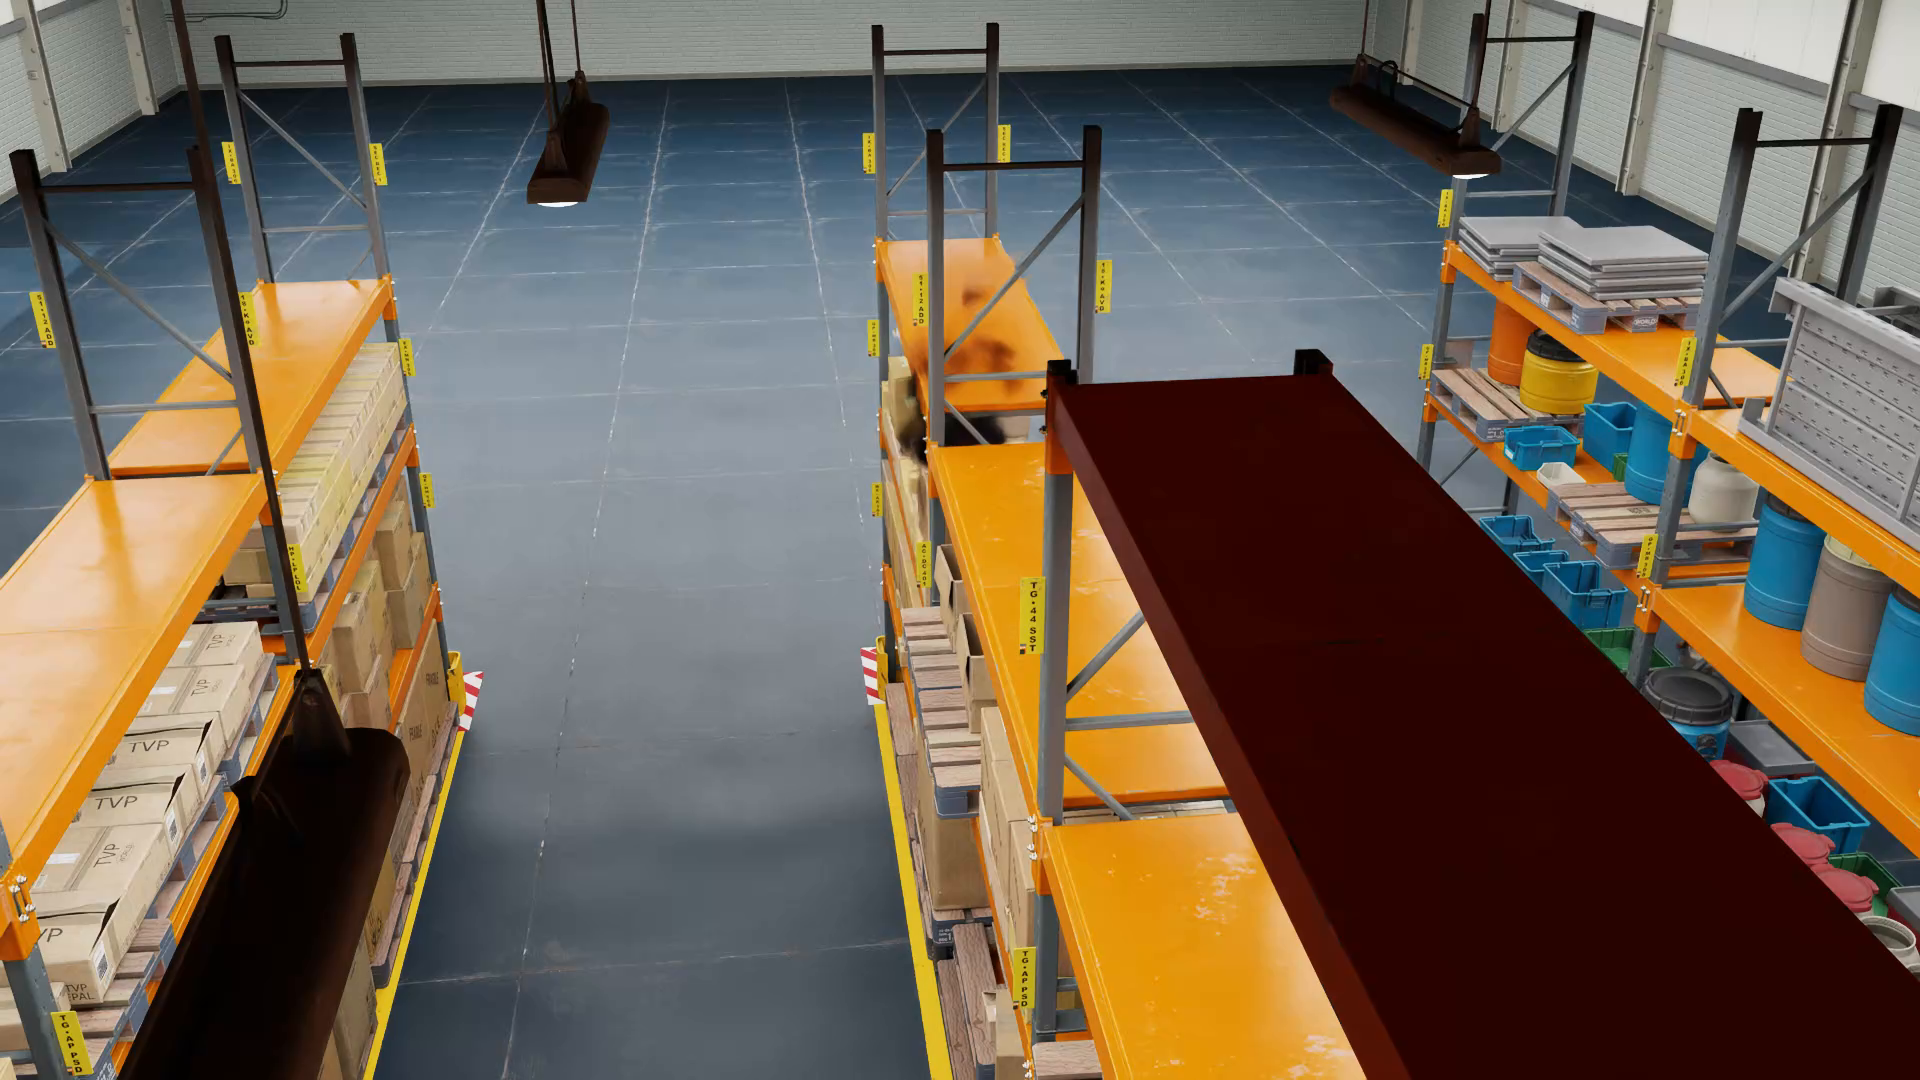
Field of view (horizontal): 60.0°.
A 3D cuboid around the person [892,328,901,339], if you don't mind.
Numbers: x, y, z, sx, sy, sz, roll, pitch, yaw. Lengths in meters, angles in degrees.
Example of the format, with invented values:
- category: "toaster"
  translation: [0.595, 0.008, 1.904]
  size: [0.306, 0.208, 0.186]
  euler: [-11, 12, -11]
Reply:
- category: "person"
  translation: [-0.503, -2.427, 21.495]
  size: [0.852, 1.814, 0.640]
  euler: [9, 27, 19]

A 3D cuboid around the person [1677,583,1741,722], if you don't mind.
- category: "person"
  translation: [6.505, 1.026, 14.463]
  size: [0.584, 1.674, 0.668]
  euler: [-3, 26, -7]
